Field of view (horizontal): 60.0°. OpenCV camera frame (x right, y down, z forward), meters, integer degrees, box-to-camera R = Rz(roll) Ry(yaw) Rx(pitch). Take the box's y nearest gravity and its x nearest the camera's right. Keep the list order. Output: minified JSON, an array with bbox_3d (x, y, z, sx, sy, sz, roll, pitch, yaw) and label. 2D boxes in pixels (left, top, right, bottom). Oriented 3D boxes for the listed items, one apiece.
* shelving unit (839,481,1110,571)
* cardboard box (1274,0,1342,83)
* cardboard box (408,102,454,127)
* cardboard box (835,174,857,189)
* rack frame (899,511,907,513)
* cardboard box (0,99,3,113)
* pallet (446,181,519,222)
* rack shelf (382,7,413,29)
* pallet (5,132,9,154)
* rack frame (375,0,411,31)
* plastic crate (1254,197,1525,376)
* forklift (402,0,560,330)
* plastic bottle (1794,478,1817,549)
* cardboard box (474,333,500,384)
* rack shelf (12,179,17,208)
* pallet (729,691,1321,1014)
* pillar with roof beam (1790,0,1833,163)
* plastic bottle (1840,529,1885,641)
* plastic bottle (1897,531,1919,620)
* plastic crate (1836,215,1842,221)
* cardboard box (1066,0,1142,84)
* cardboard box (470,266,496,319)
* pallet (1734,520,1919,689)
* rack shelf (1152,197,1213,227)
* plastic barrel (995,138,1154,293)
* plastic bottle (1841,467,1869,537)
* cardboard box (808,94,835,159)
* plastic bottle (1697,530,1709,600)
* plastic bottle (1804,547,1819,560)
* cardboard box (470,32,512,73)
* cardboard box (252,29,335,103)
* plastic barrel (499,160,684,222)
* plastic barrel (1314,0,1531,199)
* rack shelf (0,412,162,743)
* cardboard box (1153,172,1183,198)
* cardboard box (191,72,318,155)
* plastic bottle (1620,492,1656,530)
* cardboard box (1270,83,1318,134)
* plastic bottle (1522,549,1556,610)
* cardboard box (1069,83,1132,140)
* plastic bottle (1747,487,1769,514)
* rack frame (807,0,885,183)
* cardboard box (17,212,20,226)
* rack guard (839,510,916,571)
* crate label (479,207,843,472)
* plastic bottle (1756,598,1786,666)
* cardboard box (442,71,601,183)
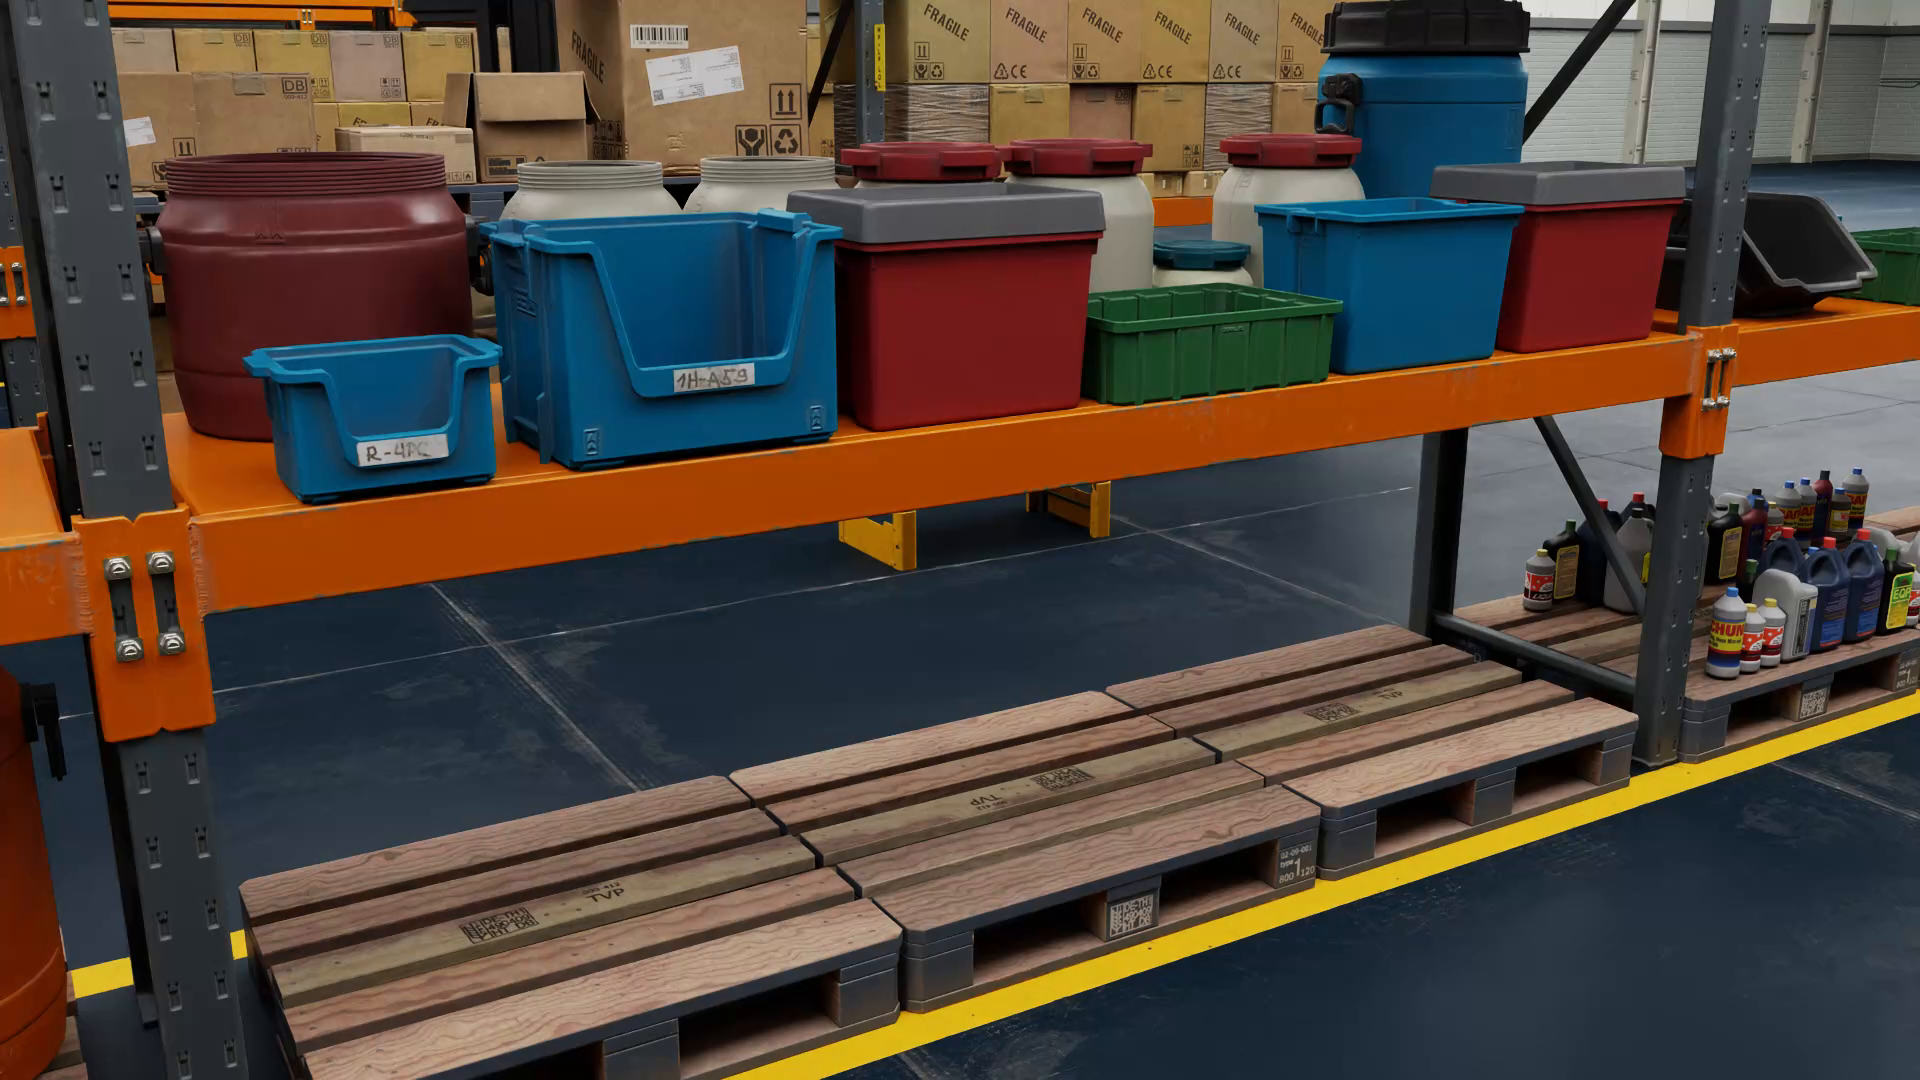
[{"bbox_3d":[0.065,-0.733,7.245,1.083,1.500,0.587,-9,18,-30],"label":"shelving unit"},{"bbox_3d":[1.962,-3.051,10.147,0.500,0.500,0.500,-9,18,-30],"label":"cardboard box"},{"bbox_3d":[-3.908,-3.032,12.482,0.500,0.500,0.500,-9,18,-30],"label":"cardboard box"},{"bbox_3d":[-0.664,-2.003,9.465,0.250,0.149,0.380,-9,18,-30],"label":"cardboard box"},{"bbox_3d":[-0.363,-0.663,6.998,0.032,1.500,0.500,-9,18,-30],"label":"rack frame"},{"bbox_3d":[-8.725,-4.166,15.199,0.500,0.500,0.500,-10,18,-31],"label":"cardboard box"},{"bbox_3d":[-2.450,-1.663,8.139,1.213,0.211,1.003,-9,18,-30],"label":"pallet"},{"bbox_3d":[-4.086,-5.695,17.945,4.000,0.370,1.077,-9,18,-30],"label":"rack shelf"},{"bbox_3d":[-8.673,-3.795,15.745,1.003,0.211,1.213,-9,18,-30],"label":"pallet"},{"bbox_3d":[-5.801,-4.319,17.261,0.127,3.000,1.000,-9,18,-30],"label":"rack frame"},{"bbox_3d":[1.068,-0.647,4.192,0.575,0.384,0.392,-9,18,-30],"label":"plastic crate"},{"bbox_3d":[-2.916,-2.558,11.107,3.031,2.935,1.130,9,18,28],"label":"forklift"},{"bbox_3d":[3.274,-0.107,6.474,0.097,0.271,0.097,0,16,0],"label":"plastic bottle"},{"bbox_3d":[-2.610,-0.737,8.297,0.500,0.500,0.700,-8,17,-25],"label":"cardboard box"},{"bbox_3d":[-4.879,-2.564,12.331,4.000,0.370,1.077,-9,18,-30],"label":"rack shelf"},{"bbox_3d":[0.154,0.751,4.339,1.213,0.211,1.003,-9,18,-30],"label":"pallet"},{"bbox_3d":[21.940,-12.198,34.252,0.400,9.000,9.100,-9,18,-30],"label":"pillar with roof beam"},{"bbox_3d":[2.921,0.141,5.443,0.185,0.351,0.144,-10,19,-32],"label":"plastic bottle"},{"bbox_3d":[3.286,0.082,5.654,0.185,0.351,0.144,-9,18,-30],"label":"plastic bottle"},{"bbox_3d":[2.663,-1.026,5.786,0.616,0.251,0.499,-9,18,-30],"label":"plastic crate"},{"bbox_3d":[0.676,-2.842,9.403,0.500,0.500,0.500,-9,18,-30],"label":"cardboard box"},{"bbox_3d":[-3.651,-2.200,13.090,0.750,0.750,1.050,-9,18,-30],"label":"cardboard box"},{"bbox_3d":[3.498,0.208,6.277,1.213,0.211,1.003,-9,18,-30],"label":"pallet"},{"bbox_3d":[1.017,-1.958,10.170,4.000,0.370,1.077,-9,18,-30],"label":"rack shelf"},{"bbox_3d":[0.292,-0.762,4.318,0.433,0.535,0.433,0,16,0],"label":"plastic barrel"},{"bbox_3d":[3.568,-0.155,6.644,0.097,0.271,0.097,0,16,0],"label":"plastic bottle"},{"bbox_3d":[-1.469,-3.541,14.206,0.500,0.550,0.875,-9,18,-30],"label":"cardboard box"},{"bbox_3d":[2.520,0.067,5.844,0.135,0.276,0.152,-9,18,-30],"label":"plastic bottle"},{"bbox_3d":[2.821,0.157,5.532,0.097,0.271,0.097,0,16,0],"label":"plastic bottle"},{"bbox_3d":[-3.587,-3.647,12.826,0.500,0.500,0.700,-10,18,-31],"label":"cardboard box"},{"bbox_3d":[-4.894,-3.435,12.070,0.500,0.500,0.700,-9,18,-30],"label":"cardboard box"},{"bbox_3d":[-0.803,-0.571,3.681,0.421,0.512,0.421,0,16,0],"label":"plastic barrel"},{"bbox_3d":[1.367,-1.138,4.984,0.708,0.901,0.600,-9,18,-30],"label":"plastic barrel"},{"bbox_3d":[-3.289,0.300,2.115,4.000,0.370,1.077,-9,18,-30],"label":"rack shelf"},{"bbox_3d":[1.112,-2.123,9.890,0.250,0.149,0.380,-9,18,-30],"label":"cardboard box"},{"bbox_3d":[-3.256,-1.906,7.688,0.500,0.500,0.700,-6,17,-22],"label":"cardboard box"},{"bbox_3d":[2.422,0.000,5.944,0.185,0.351,0.144,-10,19,-32],"label":"plastic bottle"},{"bbox_3d":[1.879,-2.606,10.414,0.500,0.500,0.875,-9,18,-30],"label":"cardboard box"},{"bbox_3d":[2.004,0.133,5.749,0.097,0.201,0.097,0,16,0],"label":"plastic bottle"},{"bbox_3d":[0.544,-2.420,9.750,0.500,0.500,0.875,-9,18,-30],"label":"cardboard box"},{"bbox_3d":[3.015,-0.065,6.324,0.097,0.271,0.097,0,16,0],"label":"plastic bottle"},{"bbox_3d":[-0.697,-2.026,9.082,0.127,3.000,1.000,-9,18,-30],"label":"rack frame"},{"bbox_3d":[-11.247,-4.053,19.934,0.625,0.625,0.875,-9,18,-28],"label":"cardboard box"},{"bbox_3d":[-0.362,-0.062,7.167,0.087,0.250,0.587,-9,18,-30],"label":"rack guard"},{"bbox_3d":[-0.584,-0.417,3.275,0.616,0.435,0.502,-9,18,-30],"label":"crate label"},{"bbox_3d":[2.527,0.284,5.209,0.097,0.201,0.097,0,16,0],"label":"plastic bottle"},{"bbox_3d":[-2.135,-2.016,8.075,0.637,0.503,0.797,-7,17,-24],"label":"cardboard box"}]
